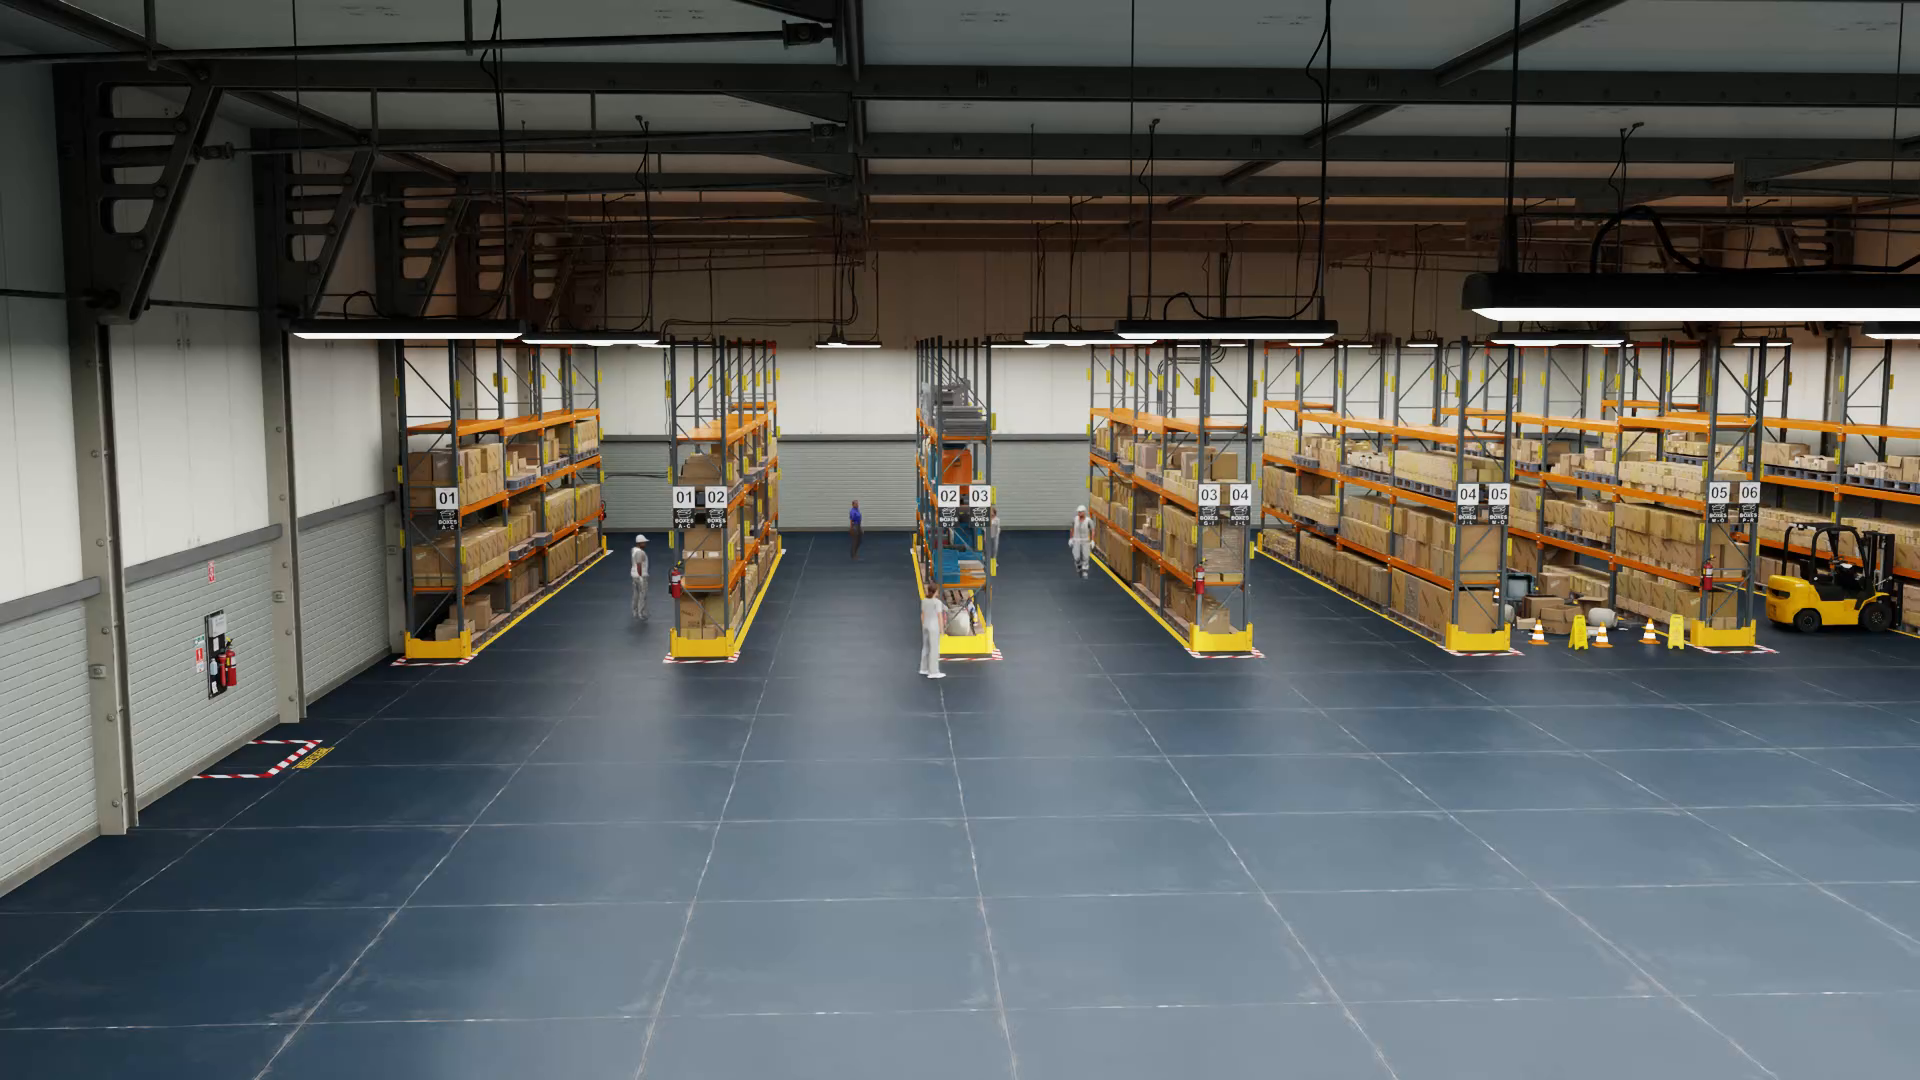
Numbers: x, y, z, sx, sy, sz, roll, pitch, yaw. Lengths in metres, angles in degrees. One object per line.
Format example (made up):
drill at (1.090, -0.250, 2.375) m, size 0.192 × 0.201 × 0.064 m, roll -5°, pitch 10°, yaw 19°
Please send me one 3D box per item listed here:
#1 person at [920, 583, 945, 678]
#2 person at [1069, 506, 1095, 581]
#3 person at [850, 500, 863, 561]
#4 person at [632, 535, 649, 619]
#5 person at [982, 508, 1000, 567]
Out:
person at (-0.481, 1.584, 29.286) m, size 0.371 × 1.691 × 0.569 m, roll -5°, pitch 8°, yaw -37°
person at (2.901, 0.063, 39.554) m, size 0.596 × 1.783 × 0.592 m, roll 0°, pitch 7°, yaw -4°
person at (-2.860, -0.273, 45.608) m, size 0.385 × 1.649 × 0.503 m, roll 2°, pitch 7°, yaw 16°
person at (-6.830, 0.782, 35.650) m, size 0.413 × 1.794 × 0.583 m, roll -4°, pitch 8°, yaw -32°
person at (0.846, -0.086, 44.225) m, size 0.454 × 1.567 × 0.688 m, roll -2°, pitch 7°, yaw -15°
